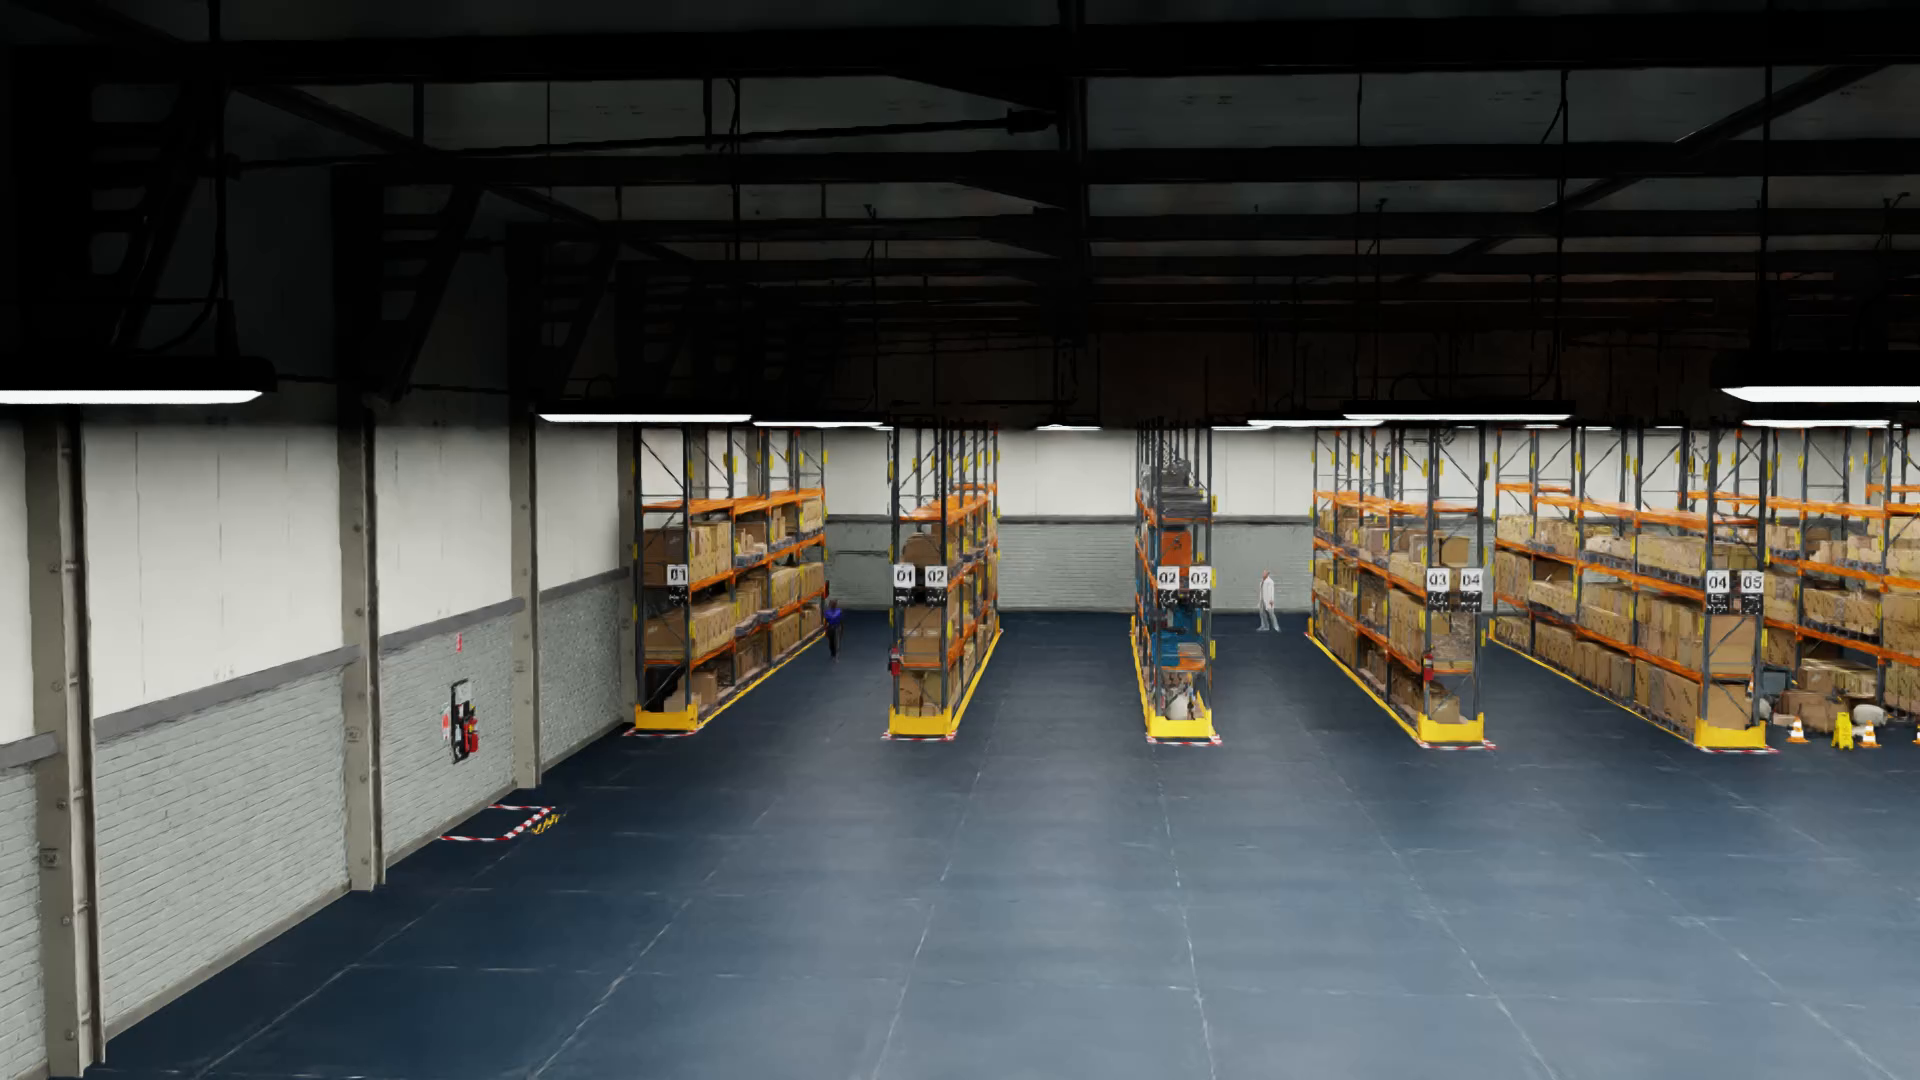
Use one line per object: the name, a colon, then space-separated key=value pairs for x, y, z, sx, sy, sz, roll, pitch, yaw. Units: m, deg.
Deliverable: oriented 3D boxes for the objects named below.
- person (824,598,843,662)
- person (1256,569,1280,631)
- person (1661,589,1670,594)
person: x=-3.154 y=2.216 z=41.376 sx=0.450 sy=1.572 sz=1.089 roll=0 pitch=4 yaw=2
person: x=8.873 y=1.724 z=47.838 sx=0.595 sy=1.772 sz=0.693 roll=-2 pitch=4 yaw=-24
person: x=18.578 y=2.039 z=43.872 sx=0.595 sy=1.623 sz=0.729 roll=1 pitch=4 yaw=9
